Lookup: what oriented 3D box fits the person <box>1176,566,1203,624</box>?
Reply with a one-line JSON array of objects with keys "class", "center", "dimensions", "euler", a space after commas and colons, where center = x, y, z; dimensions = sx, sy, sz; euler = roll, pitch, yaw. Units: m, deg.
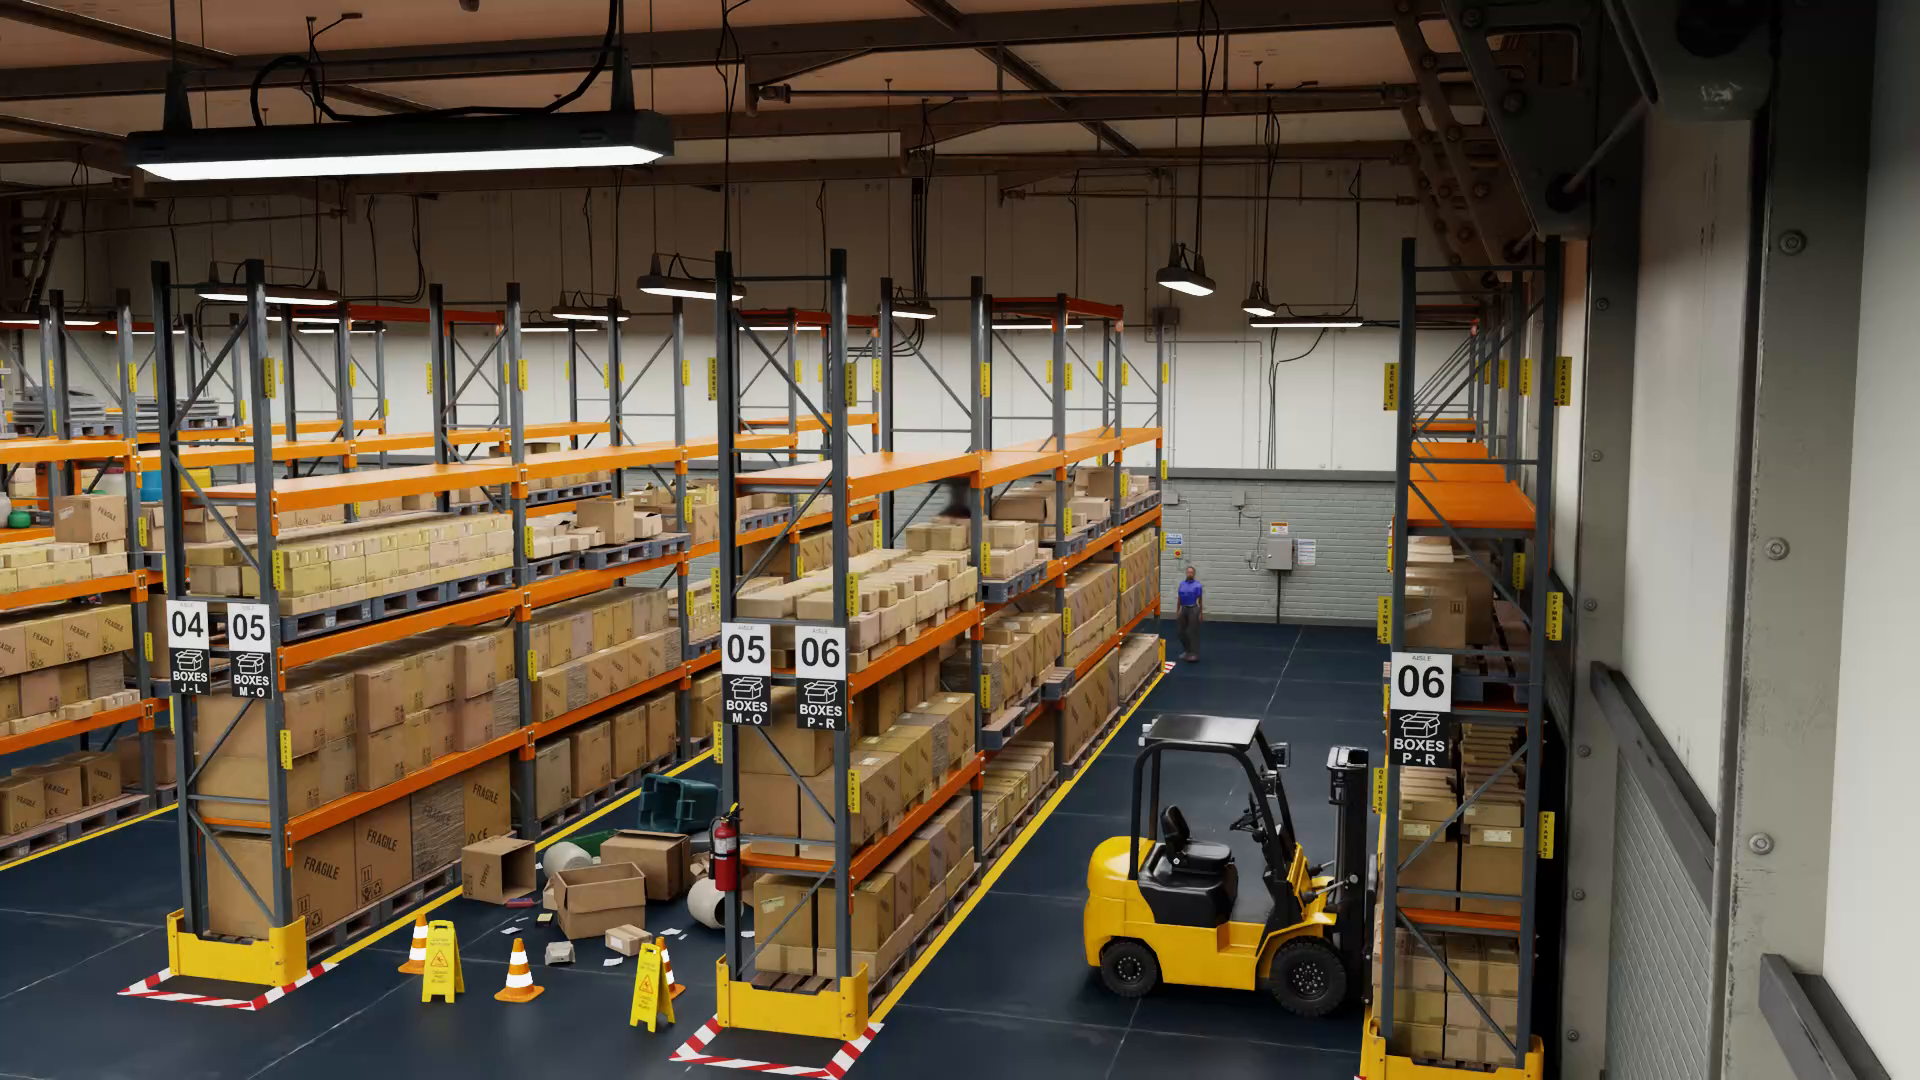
[{"class": "person", "center": [3.996, 0.947, 28.943], "dimensions": [0.321, 0.983, 0.497], "euler": [-5, 8, -37]}]
